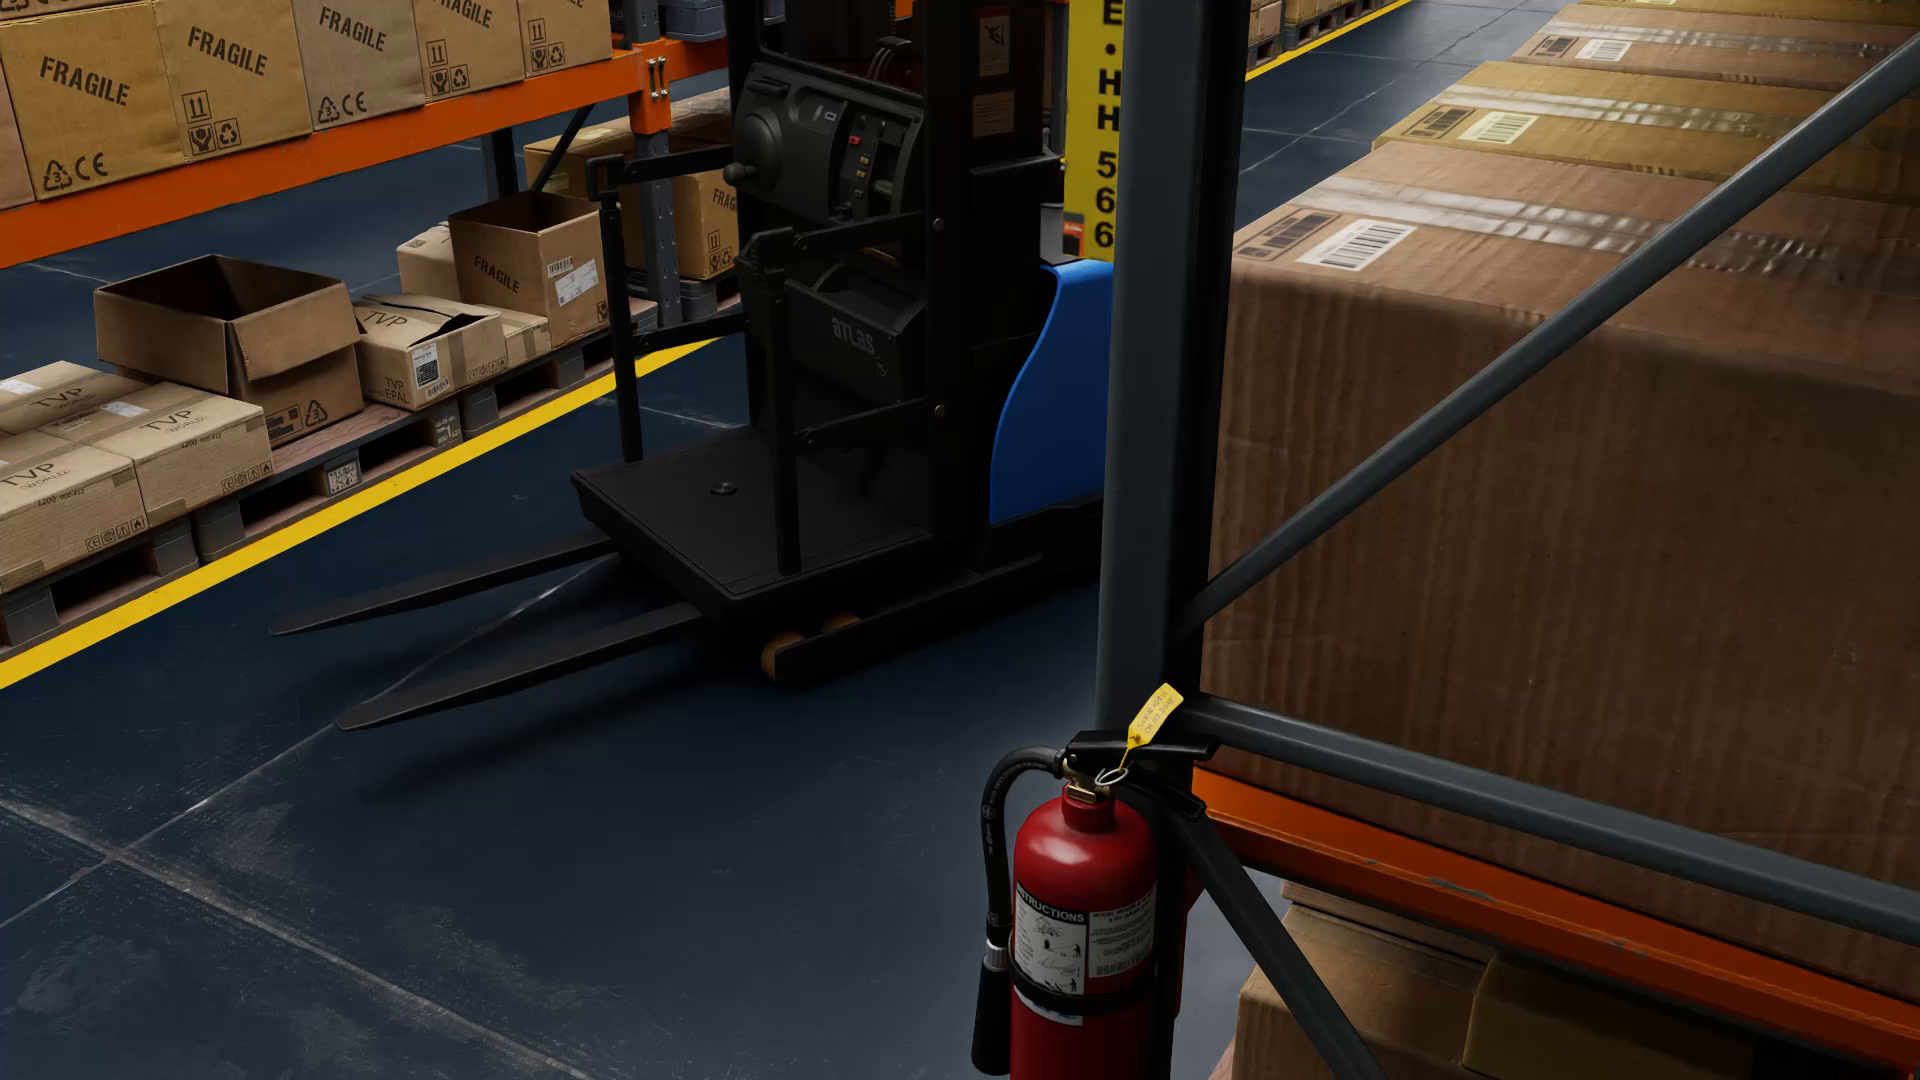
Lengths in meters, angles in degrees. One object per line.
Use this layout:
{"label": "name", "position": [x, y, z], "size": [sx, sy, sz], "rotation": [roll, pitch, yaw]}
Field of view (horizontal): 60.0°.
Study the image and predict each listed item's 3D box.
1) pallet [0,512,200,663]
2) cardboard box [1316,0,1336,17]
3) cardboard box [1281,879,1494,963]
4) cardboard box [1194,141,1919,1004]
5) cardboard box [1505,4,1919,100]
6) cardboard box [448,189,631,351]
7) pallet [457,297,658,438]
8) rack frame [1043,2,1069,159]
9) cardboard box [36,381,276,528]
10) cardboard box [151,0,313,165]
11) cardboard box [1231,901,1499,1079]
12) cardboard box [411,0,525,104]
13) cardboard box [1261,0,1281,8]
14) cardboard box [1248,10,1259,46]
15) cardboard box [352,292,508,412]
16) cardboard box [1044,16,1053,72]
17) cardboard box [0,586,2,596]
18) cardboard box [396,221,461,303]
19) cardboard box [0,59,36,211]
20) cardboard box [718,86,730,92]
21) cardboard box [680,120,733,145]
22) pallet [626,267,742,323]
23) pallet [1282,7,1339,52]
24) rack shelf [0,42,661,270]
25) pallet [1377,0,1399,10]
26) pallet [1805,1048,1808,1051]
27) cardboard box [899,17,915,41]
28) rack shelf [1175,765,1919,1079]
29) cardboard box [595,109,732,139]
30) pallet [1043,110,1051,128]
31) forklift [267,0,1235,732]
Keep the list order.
{"label": "pallet", "position": [-3.263, 0.116, 5.282], "size": [1.003, 0.211, 1.213], "rotation": [14, 30, 26]}
{"label": "cardboard box", "position": [2.954, -4.733, 14.456], "size": [0.500, 0.250, 0.500], "rotation": [14, 30, 26]}
{"label": "cardboard box", "position": [0.785, 0.554, 2.891], "size": [0.380, 0.149, 0.250], "rotation": [14, 30, 26]}
{"label": "cardboard box", "position": [0.865, -0.036, 2.136], "size": [0.980, 0.700, 0.700], "rotation": [16, 31, 28]}
{"label": "cardboard box", "position": [1.596, -0.617, 3.297], "size": [0.980, 0.700, 0.700], "rotation": [13, 29, 24]}
{"label": "cardboard box", "position": [-1.757, -1.144, 6.984], "size": [0.500, 0.500, 0.500], "rotation": [14, 30, 26]}
{"label": "pallet", "position": [-2.063, -0.835, 7.182], "size": [1.003, 0.211, 1.213], "rotation": [14, 30, 26]}
{"label": "rack frame", "position": [0.244, -3.908, 10.206], "size": [1.000, 3.000, 0.127], "rotation": [14, 30, 26]}
{"label": "cardboard box", "position": [-2.685, -0.297, 5.572], "size": [0.500, 0.250, 0.500], "rotation": [14, 30, 26]}
{"label": "cardboard box", "position": [-2.498, -1.541, 5.367], "size": [0.500, 0.500, 0.500], "rotation": [15, 30, 27]}
{"label": "cardboard box", "position": [0.880, 0.934, 2.856], "size": [0.700, 0.500, 0.500], "rotation": [14, 30, 26]}
{"label": "cardboard box", "position": [-1.999, -1.941, 6.165], "size": [0.500, 0.500, 0.500], "rotation": [15, 30, 28]}
{"label": "cardboard box", "position": [2.262, -4.455, 13.275], "size": [0.500, 0.311, 0.500], "rotation": [14, 30, 26]}
{"label": "cardboard box", "position": [2.010, -4.003, 12.998], "size": [0.500, 0.250, 0.500], "rotation": [14, 30, 25]}
{"label": "cardboard box", "position": [-2.126, -0.767, 6.443], "size": [0.500, 0.311, 0.500], "rotation": [14, 30, 26]}
{"label": "cardboard box", "position": [0.757, -3.256, 10.880], "size": [0.500, 0.311, 0.500], "rotation": [15, 30, 28]}
{"label": "cardboard box", "position": [-3.064, 0.095, 4.883], "size": [0.380, 0.166, 0.250], "rotation": [14, 30, 26]}
{"label": "cardboard box", "position": [-2.119, -1.228, 7.363], "size": [0.500, 0.311, 0.500], "rotation": [14, 30, 26]}
{"label": "cardboard box", "position": [-2.995, -1.152, 4.589], "size": [0.500, 0.500, 0.500], "rotation": [14, 30, 26]}
{"label": "cardboard box", "position": [-0.985, -2.268, 9.231], "size": [0.500, 0.500, 0.500], "rotation": [13, 29, 24]}
{"label": "cardboard box", "position": [-1.021, -1.773, 8.242], "size": [0.500, 0.500, 0.500], "rotation": [15, 30, 27]}
{"label": "pallet", "position": [-1.357, -1.427, 8.366], "size": [1.003, 0.211, 1.213], "rotation": [14, 30, 26]}
{"label": "pallet", "position": [2.639, -4.521, 14.545], "size": [1.003, 0.211, 1.213], "rotation": [14, 30, 26]}
{"label": "rack shelf", "position": [-2.708, -1.248, 5.696], "size": [1.077, 0.370, 4.000], "rotation": [14, 30, 26]}
{"label": "pallet", "position": [3.840, -5.472, 16.444], "size": [1.003, 0.211, 1.213], "rotation": [14, 30, 26]}
{"label": "pallet", "position": [1.549, 0.744, 4.029], "size": [1.003, 0.211, 1.213], "rotation": [14, 30, 26]}
{"label": "cardboard box", "position": [-0.036, -2.883, 9.622], "size": [0.500, 0.250, 0.500], "rotation": [15, 30, 28]}
{"label": "rack shelf", "position": [1.607, -0.159, 3.519], "size": [1.077, 0.370, 4.000], "rotation": [14, 30, 26]}
{"label": "cardboard box", "position": [-1.480, -1.874, 8.444], "size": [0.500, 0.500, 0.500], "rotation": [14, 30, 26]}
{"label": "pallet", "position": [0.683, -2.973, 11.454], "size": [1.003, 0.211, 1.213], "rotation": [14, 30, 26]}
{"label": "forklift", "position": [-0.568, -1.144, 4.760], "size": [3.031, 2.935, 1.130], "rotation": [-18, 32, -32]}
